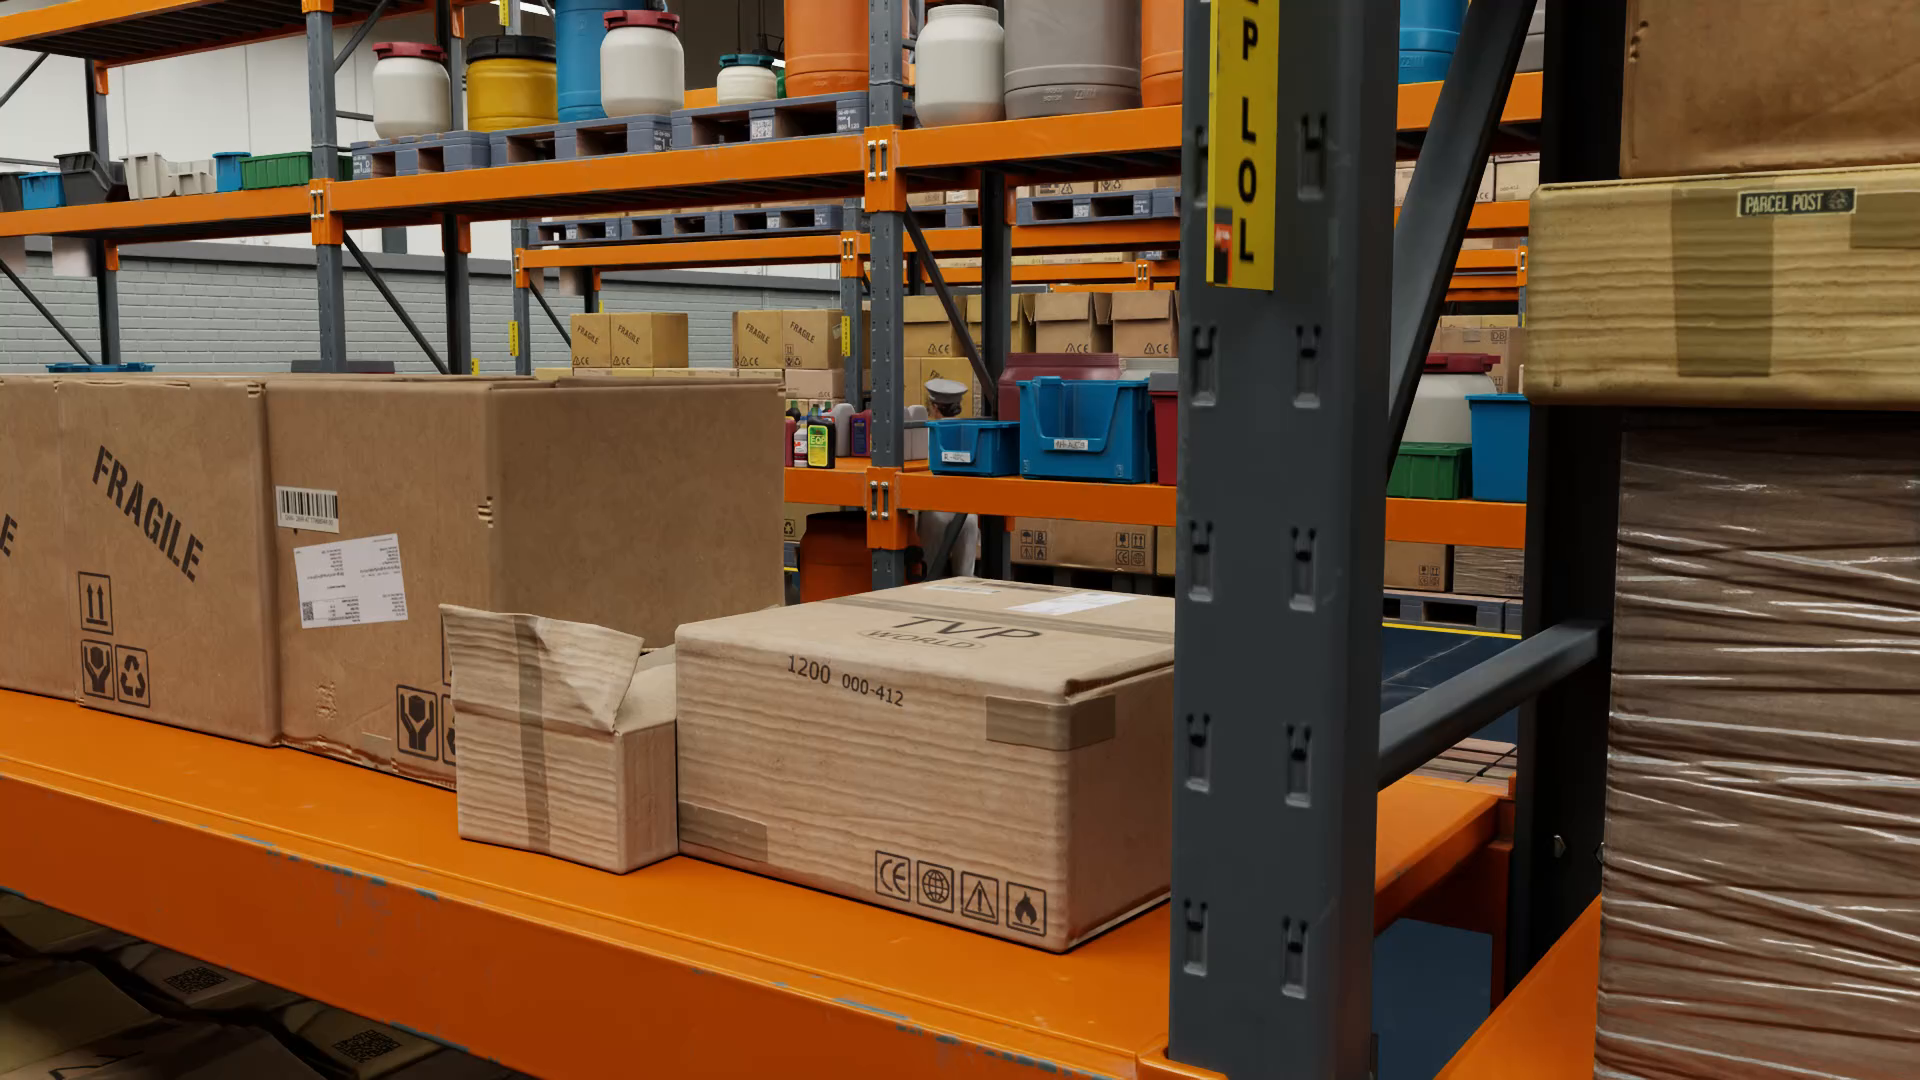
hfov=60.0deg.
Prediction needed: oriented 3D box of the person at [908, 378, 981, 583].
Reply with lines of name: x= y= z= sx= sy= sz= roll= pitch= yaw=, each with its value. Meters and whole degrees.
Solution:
person: x=-0.082 y=-0.121 z=9.930 sx=0.524 sy=1.681 sz=0.521 roll=-1 pitch=6 yaw=-6
